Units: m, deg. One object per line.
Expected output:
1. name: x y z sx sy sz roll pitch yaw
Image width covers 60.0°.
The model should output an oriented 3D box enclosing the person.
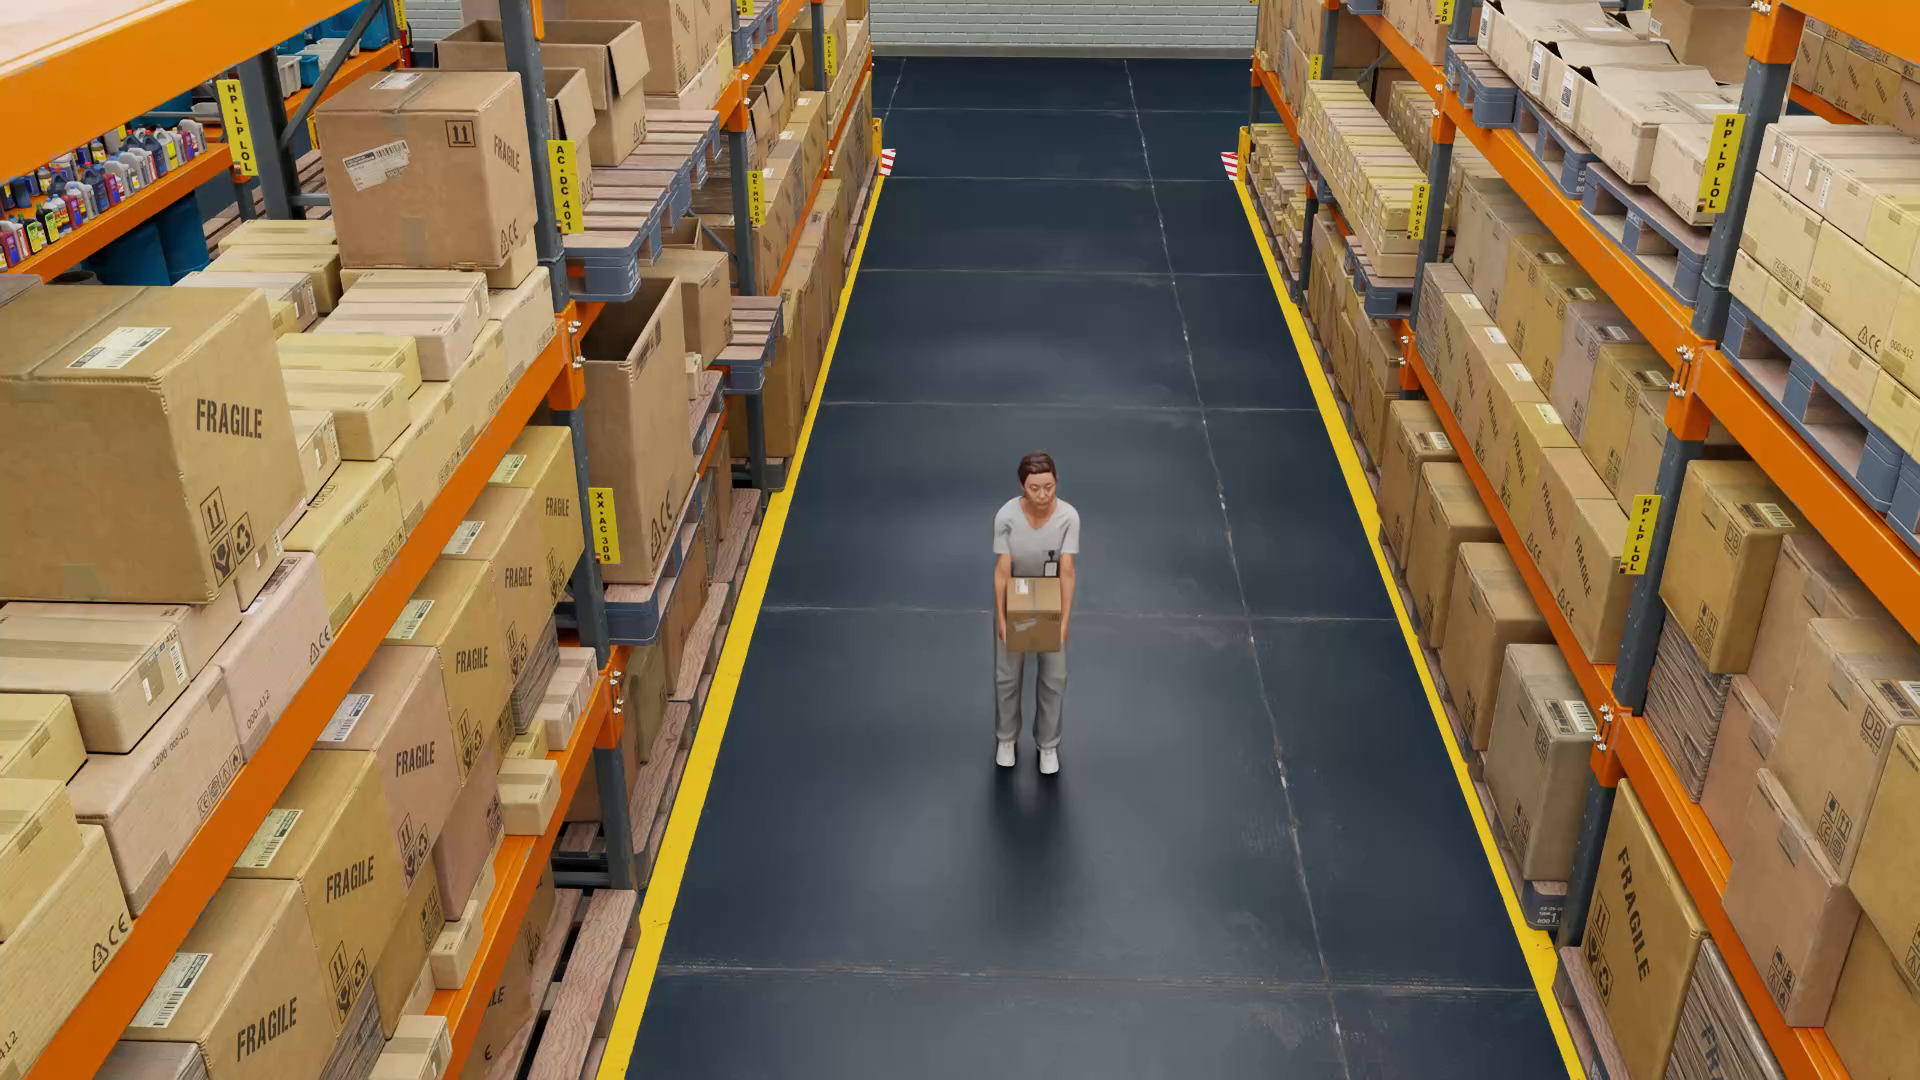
1. person: 0.356 0.370 7.946 0.411 1.666 0.502 0 28 1
